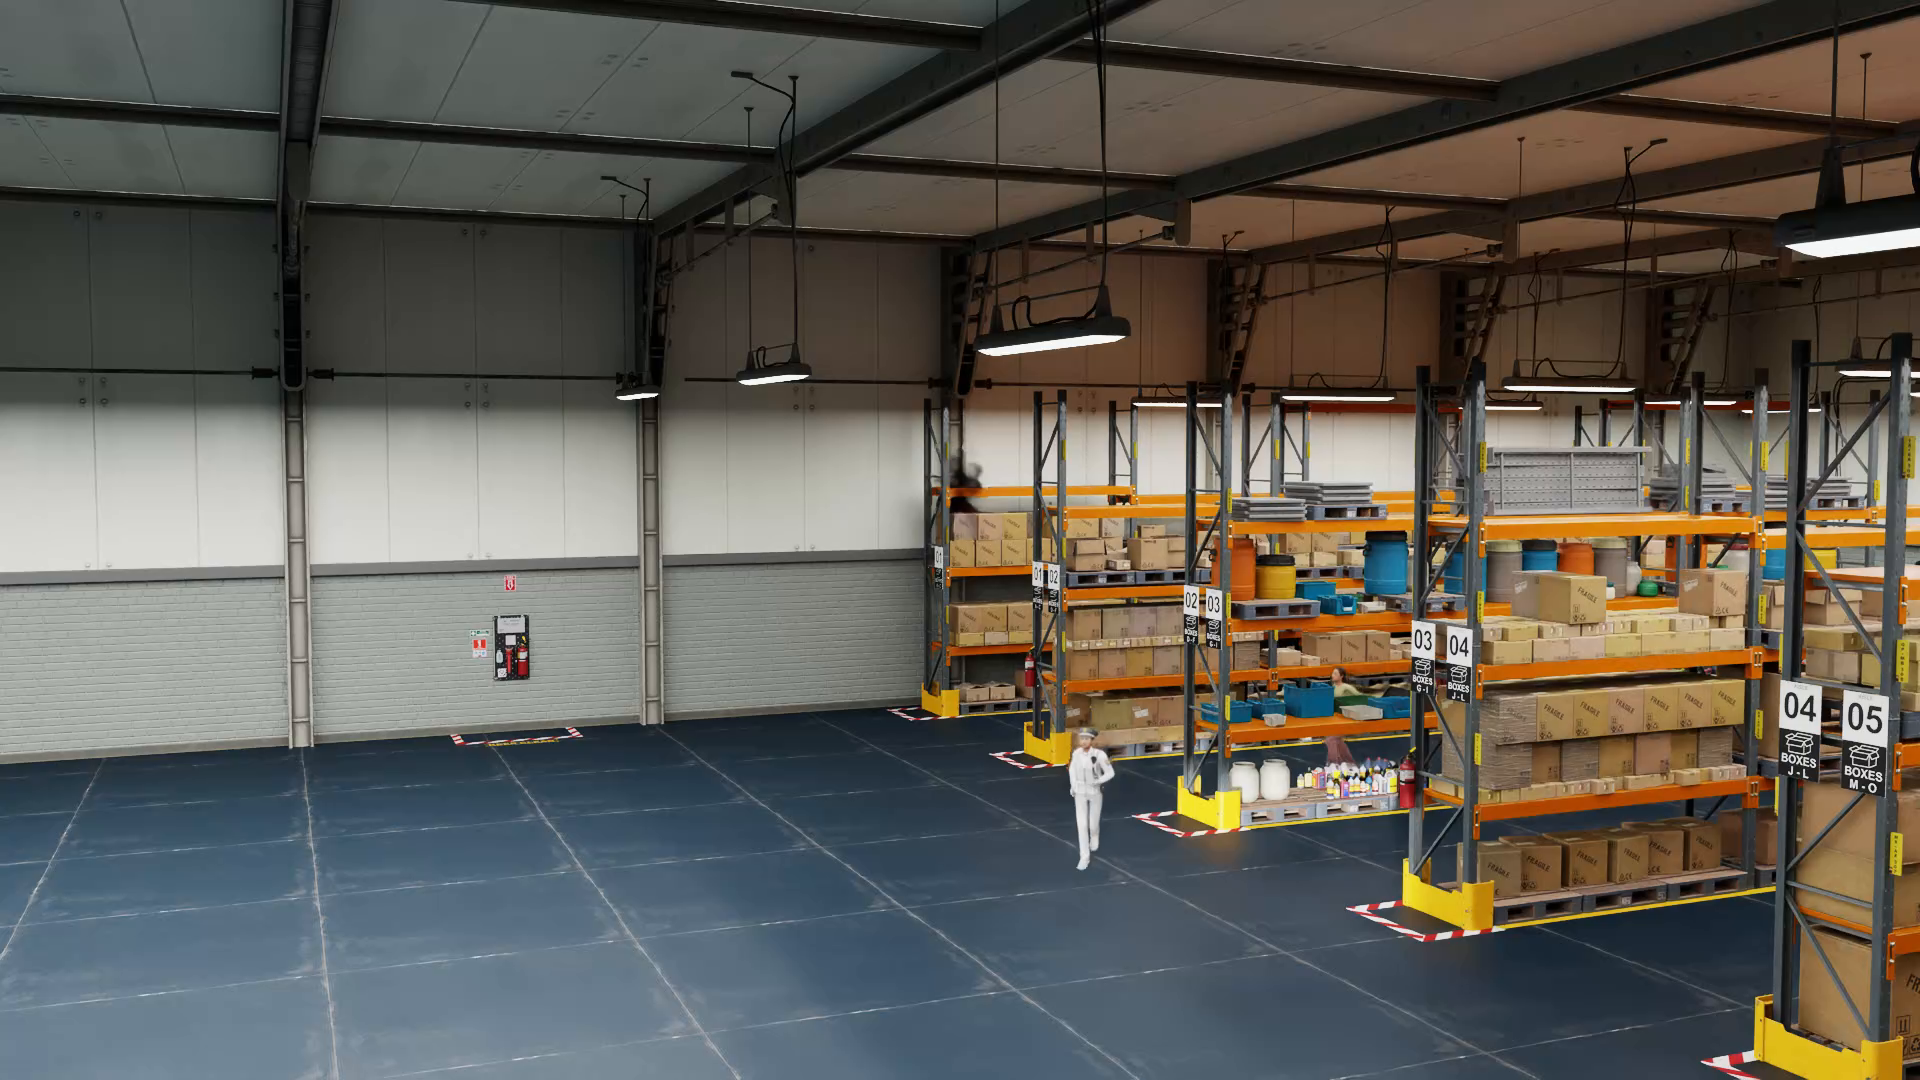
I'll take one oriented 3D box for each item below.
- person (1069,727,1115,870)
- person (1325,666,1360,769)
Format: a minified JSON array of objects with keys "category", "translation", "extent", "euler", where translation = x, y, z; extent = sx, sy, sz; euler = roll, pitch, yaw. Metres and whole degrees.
[{"category":"person","translation":[1.601,3.133,20.420],"extent":[0.609,1.690,0.807],"euler":[1,4,18]},{"category":"person","translation":[5.858,2.811,25.739],"extent":[0.698,1.717,0.559],"euler":[-2,4,-24]}]
